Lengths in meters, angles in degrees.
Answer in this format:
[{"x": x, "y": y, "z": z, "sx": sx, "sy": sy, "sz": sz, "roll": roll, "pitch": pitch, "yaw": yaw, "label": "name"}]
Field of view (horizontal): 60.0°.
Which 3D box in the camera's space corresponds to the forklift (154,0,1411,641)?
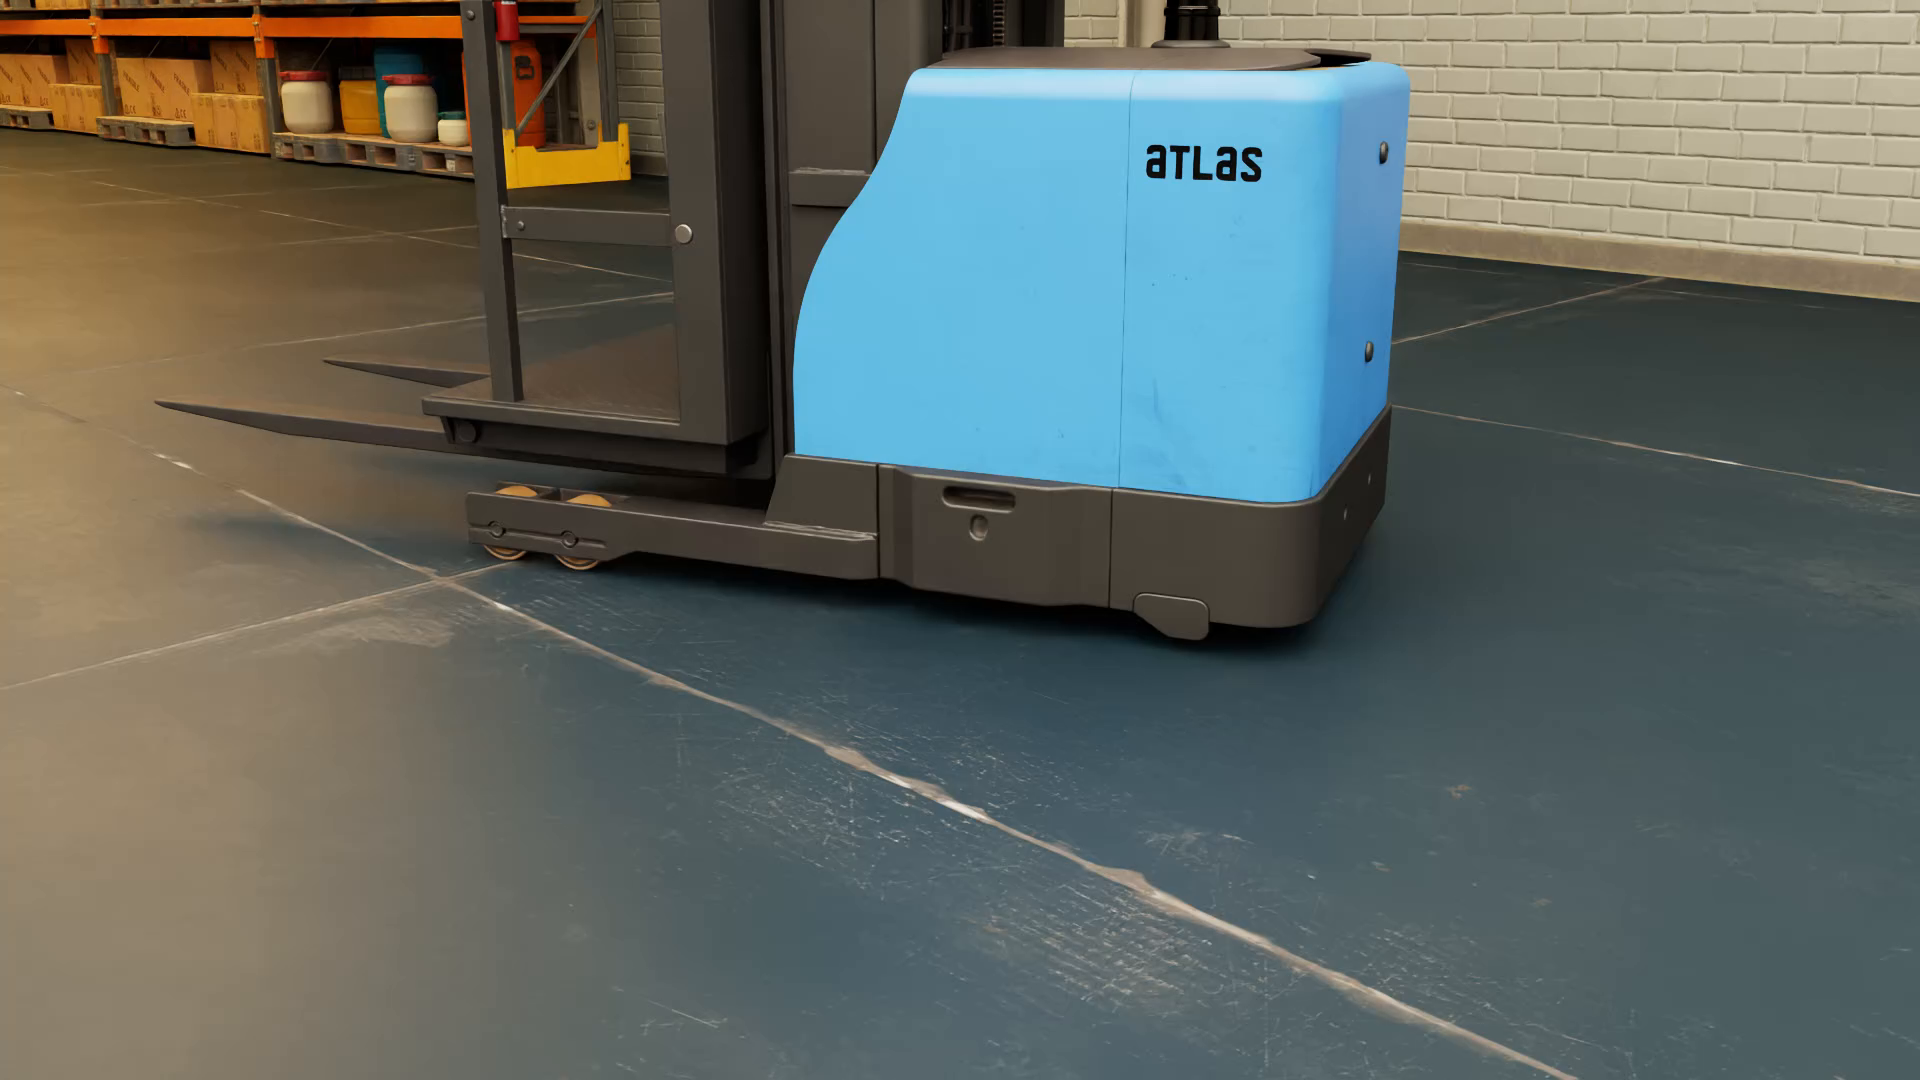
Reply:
[{"x": -0.563, "y": -1.469, "z": 3.684, "sx": 3.031, "sy": 2.935, "sz": 1.130, "roll": 7, "pitch": 18, "yaw": 21, "label": "forklift"}]
